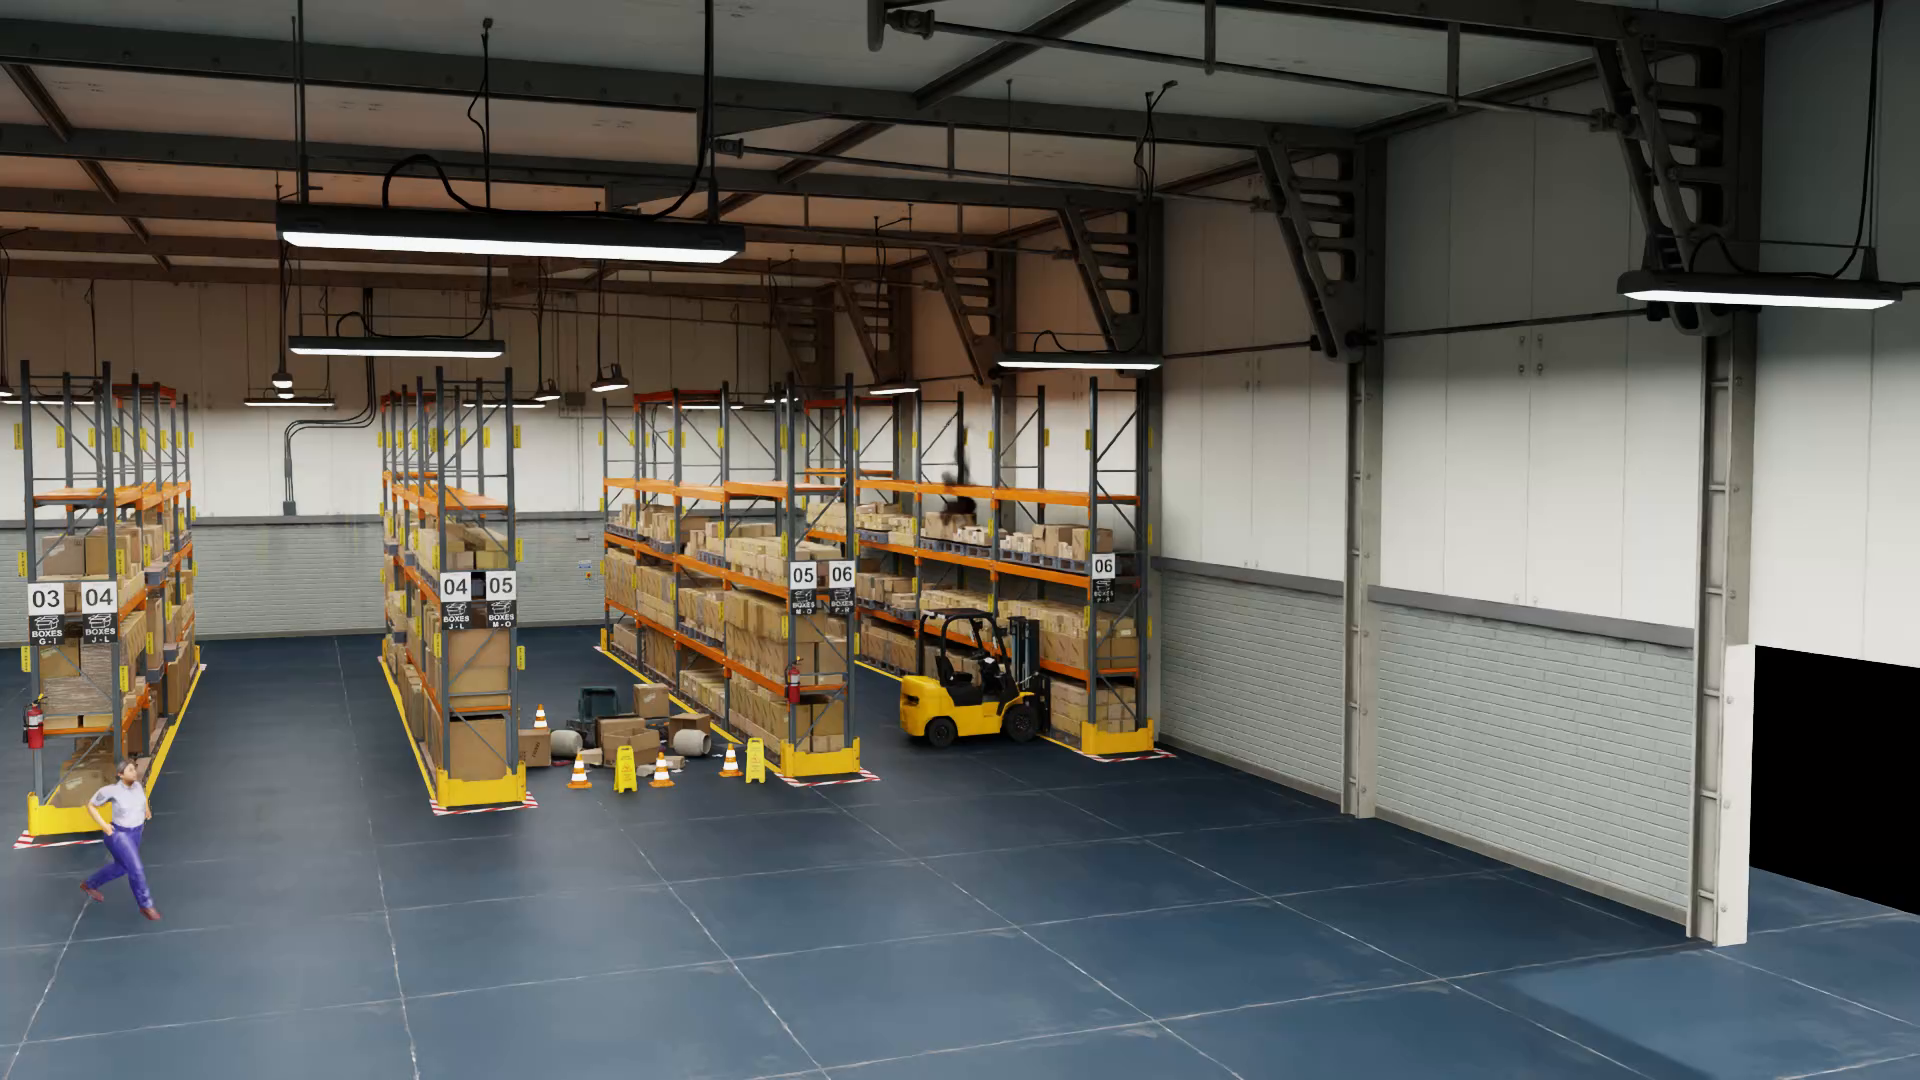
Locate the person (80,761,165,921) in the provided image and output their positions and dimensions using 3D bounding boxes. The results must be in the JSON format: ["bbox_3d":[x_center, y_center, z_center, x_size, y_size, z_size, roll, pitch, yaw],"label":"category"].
[{"bbox_3d":[-8.794,3.152,17.482,1.007,1.691,0.574,0,3,8],"label":"person"}]
